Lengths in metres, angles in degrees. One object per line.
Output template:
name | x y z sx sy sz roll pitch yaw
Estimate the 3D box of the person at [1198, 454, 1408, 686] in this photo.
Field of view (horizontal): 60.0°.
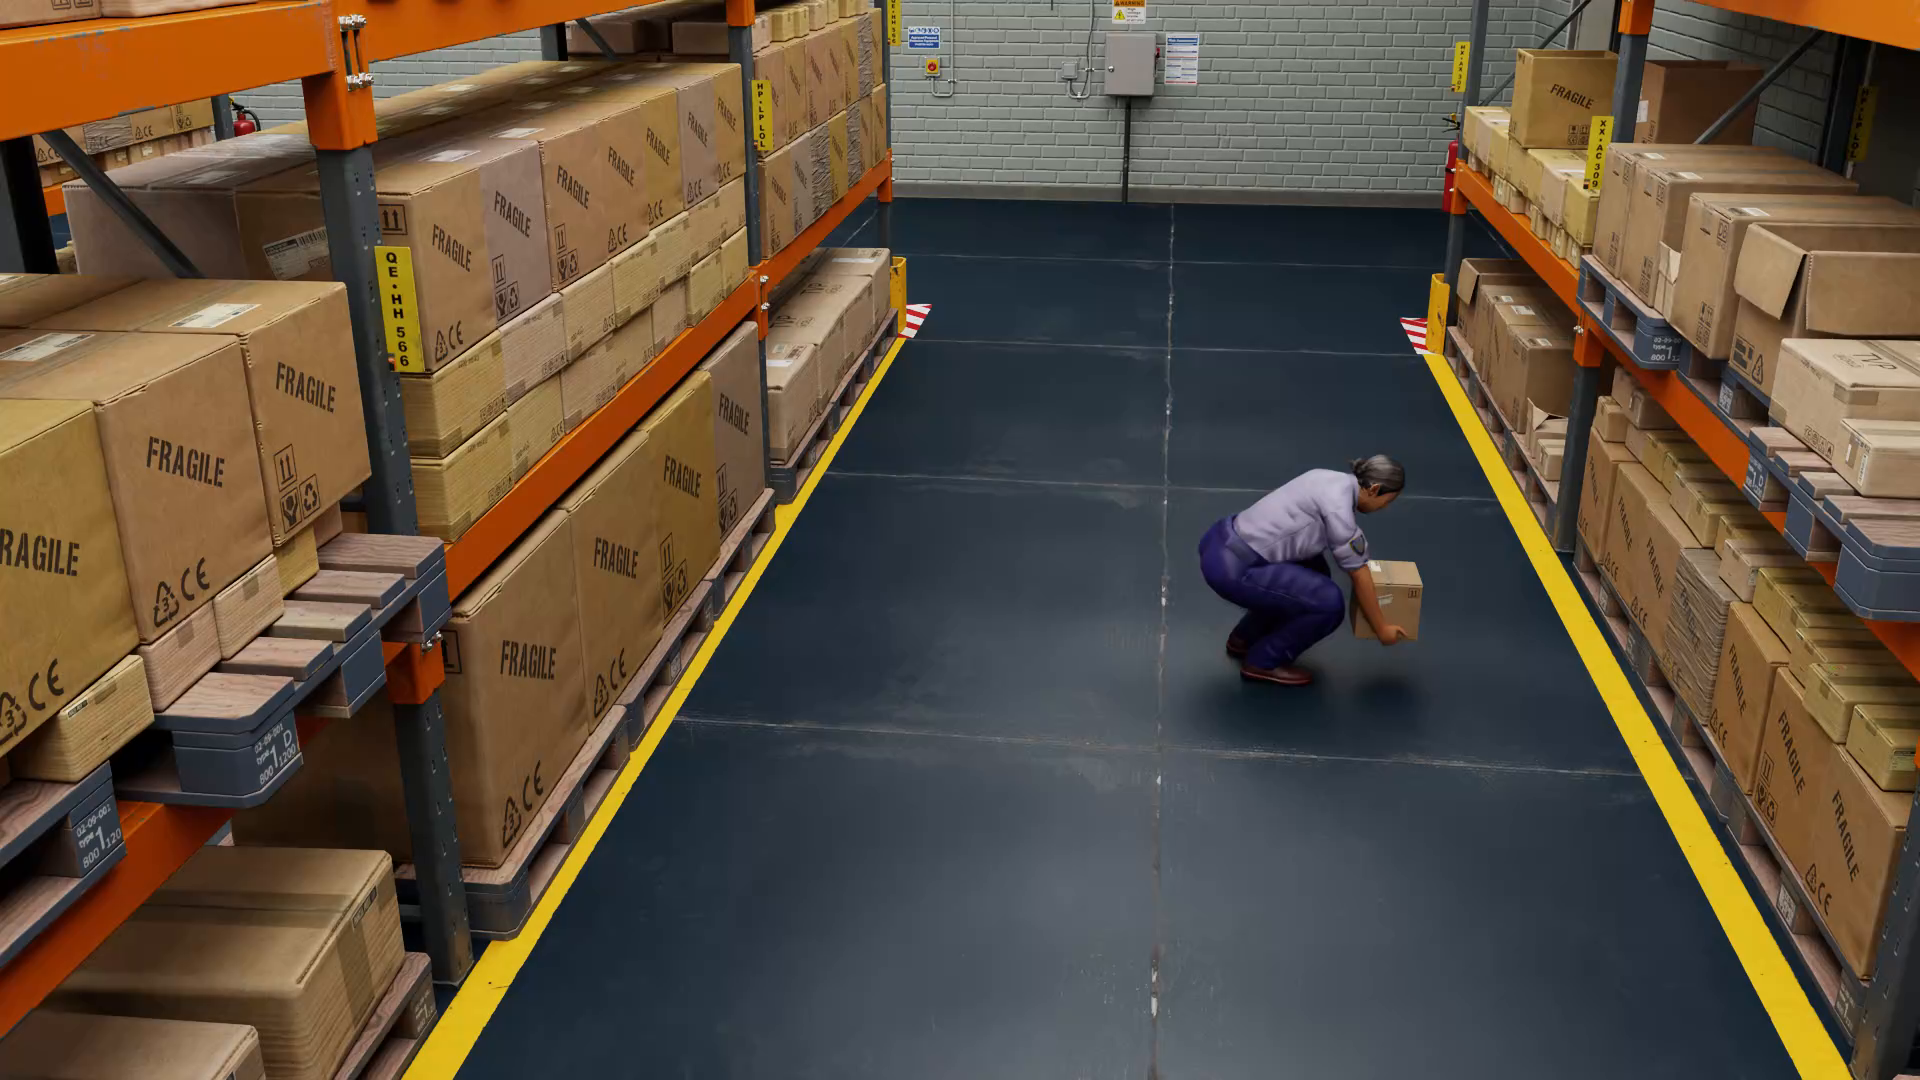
person | 1.412 0.104 6.834 0.861 0.937 0.500 2 21 5
